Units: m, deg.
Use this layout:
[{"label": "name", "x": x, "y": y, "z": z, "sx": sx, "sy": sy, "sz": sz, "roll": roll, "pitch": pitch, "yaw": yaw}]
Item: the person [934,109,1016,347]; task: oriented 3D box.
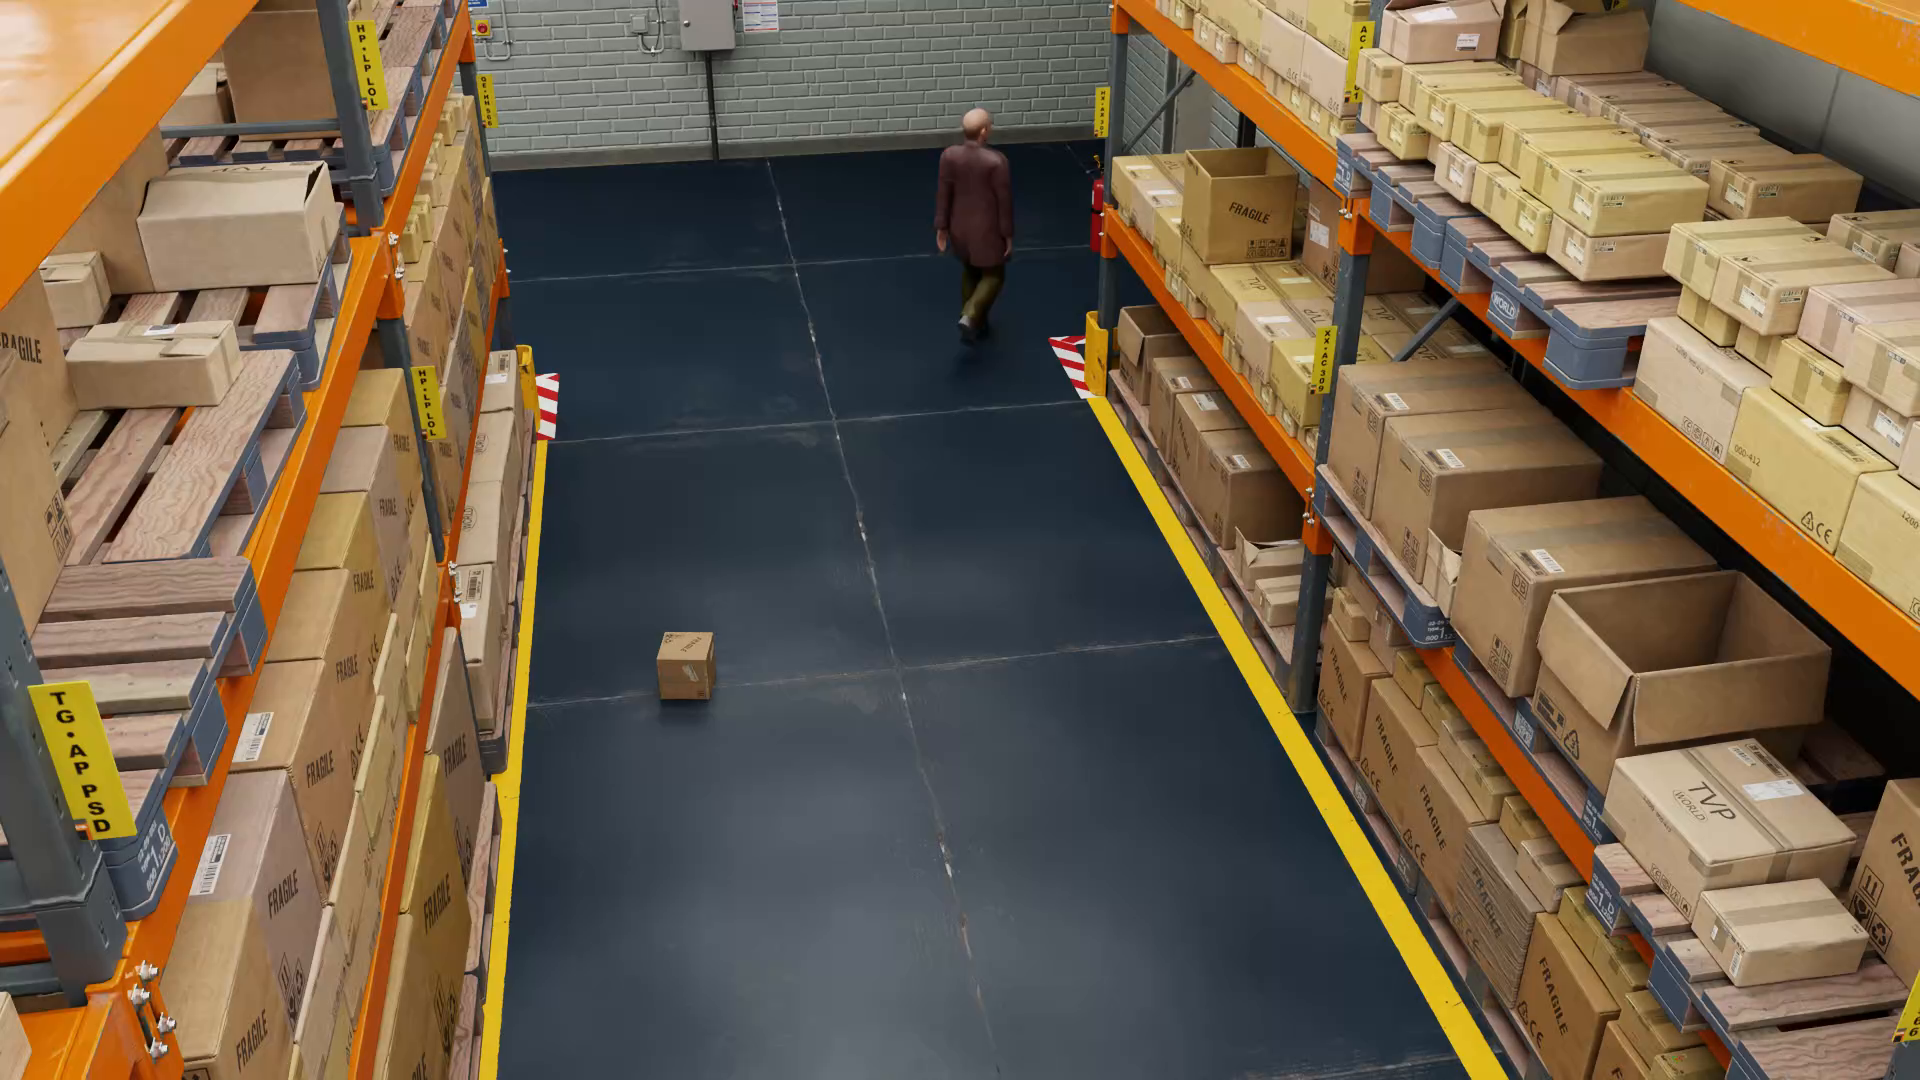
[{"label": "person", "x": 0.108, "y": -2.231, "z": 11.955, "sx": 0.615, "sy": 1.752, "sz": 0.843, "roll": 13, "pitch": 33, "yaw": 21}]
